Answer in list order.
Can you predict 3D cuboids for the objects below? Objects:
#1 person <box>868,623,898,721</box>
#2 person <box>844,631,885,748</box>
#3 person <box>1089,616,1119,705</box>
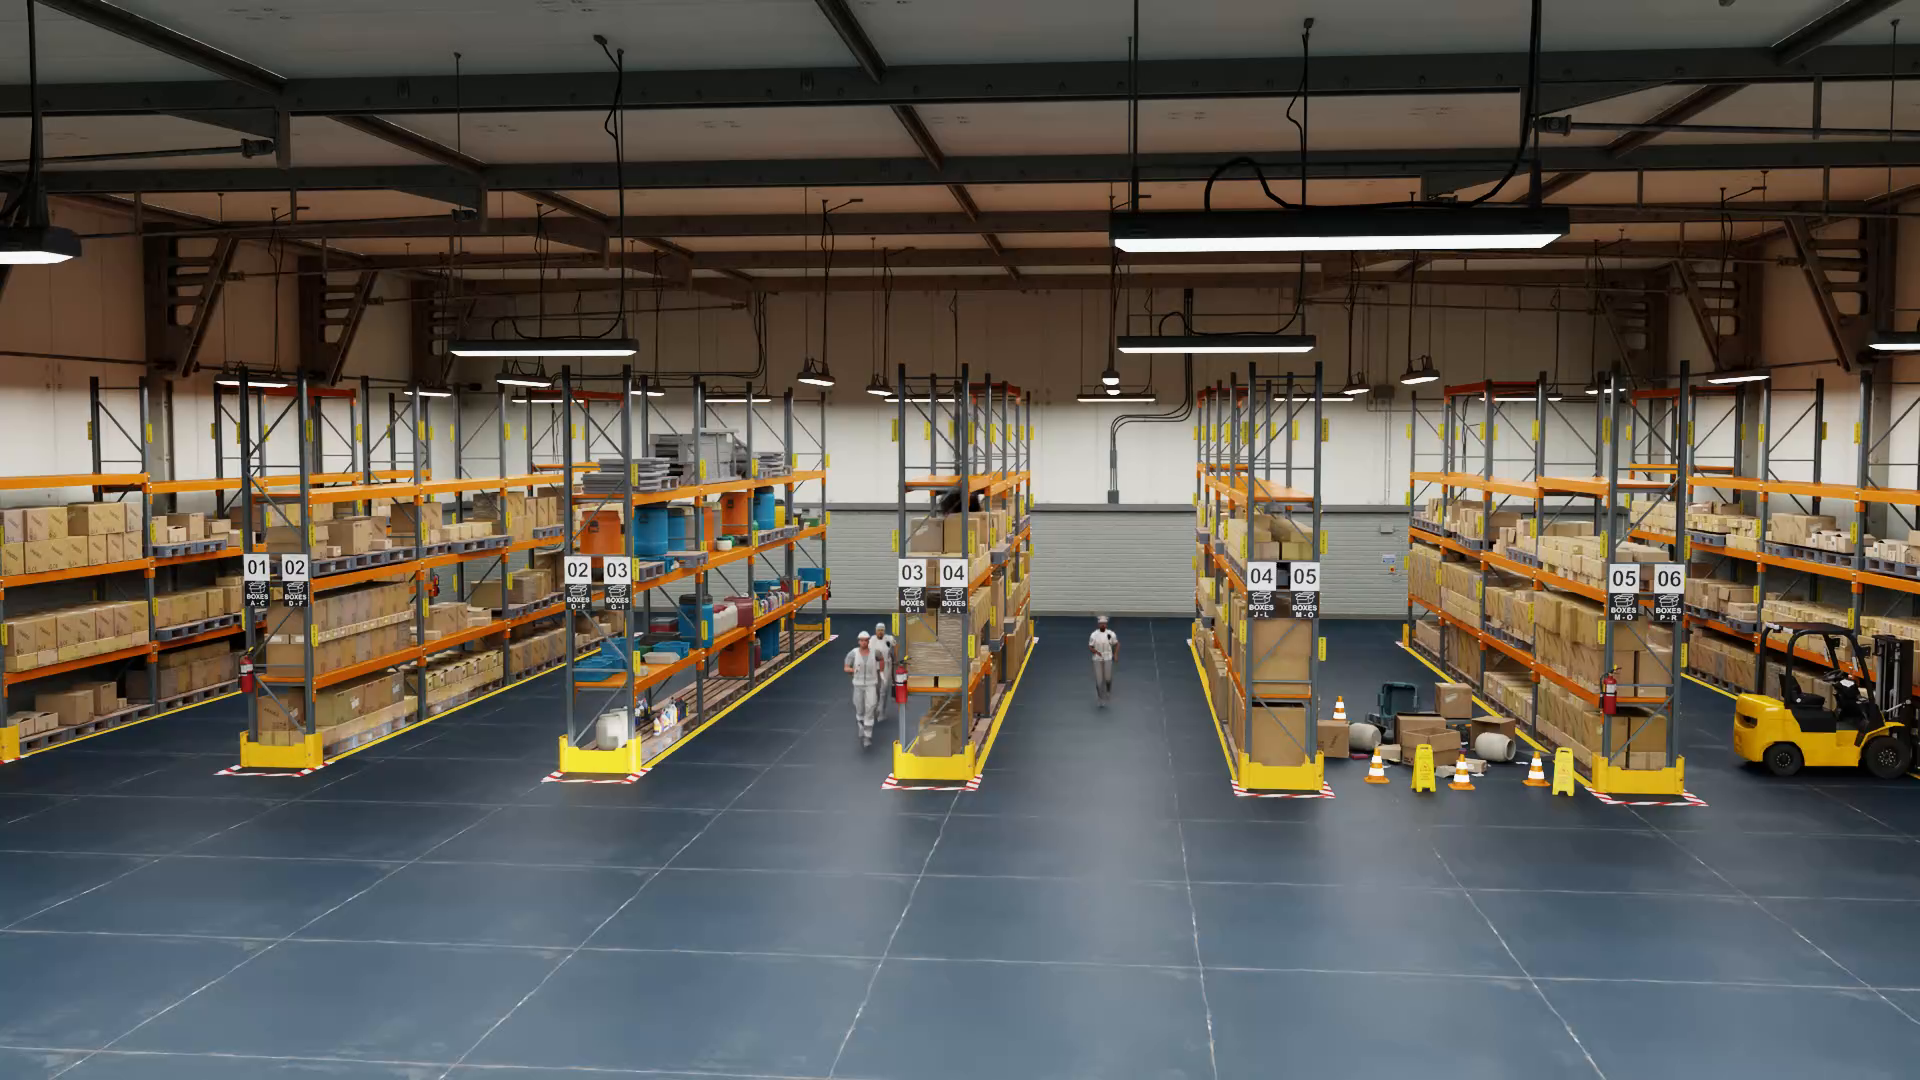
[{"bbox_3d":[-1.408,2.299,29.375,0.627,1.702,0.936,0,4,-3],"label":"person"},{"bbox_3d":[-1.533,2.368,26.778,0.652,1.825,0.904,0,4,0],"label":"person"},{"bbox_3d":[2.638,2.214,30.501,0.562,1.662,0.562,0,4,5],"label":"person"}]
